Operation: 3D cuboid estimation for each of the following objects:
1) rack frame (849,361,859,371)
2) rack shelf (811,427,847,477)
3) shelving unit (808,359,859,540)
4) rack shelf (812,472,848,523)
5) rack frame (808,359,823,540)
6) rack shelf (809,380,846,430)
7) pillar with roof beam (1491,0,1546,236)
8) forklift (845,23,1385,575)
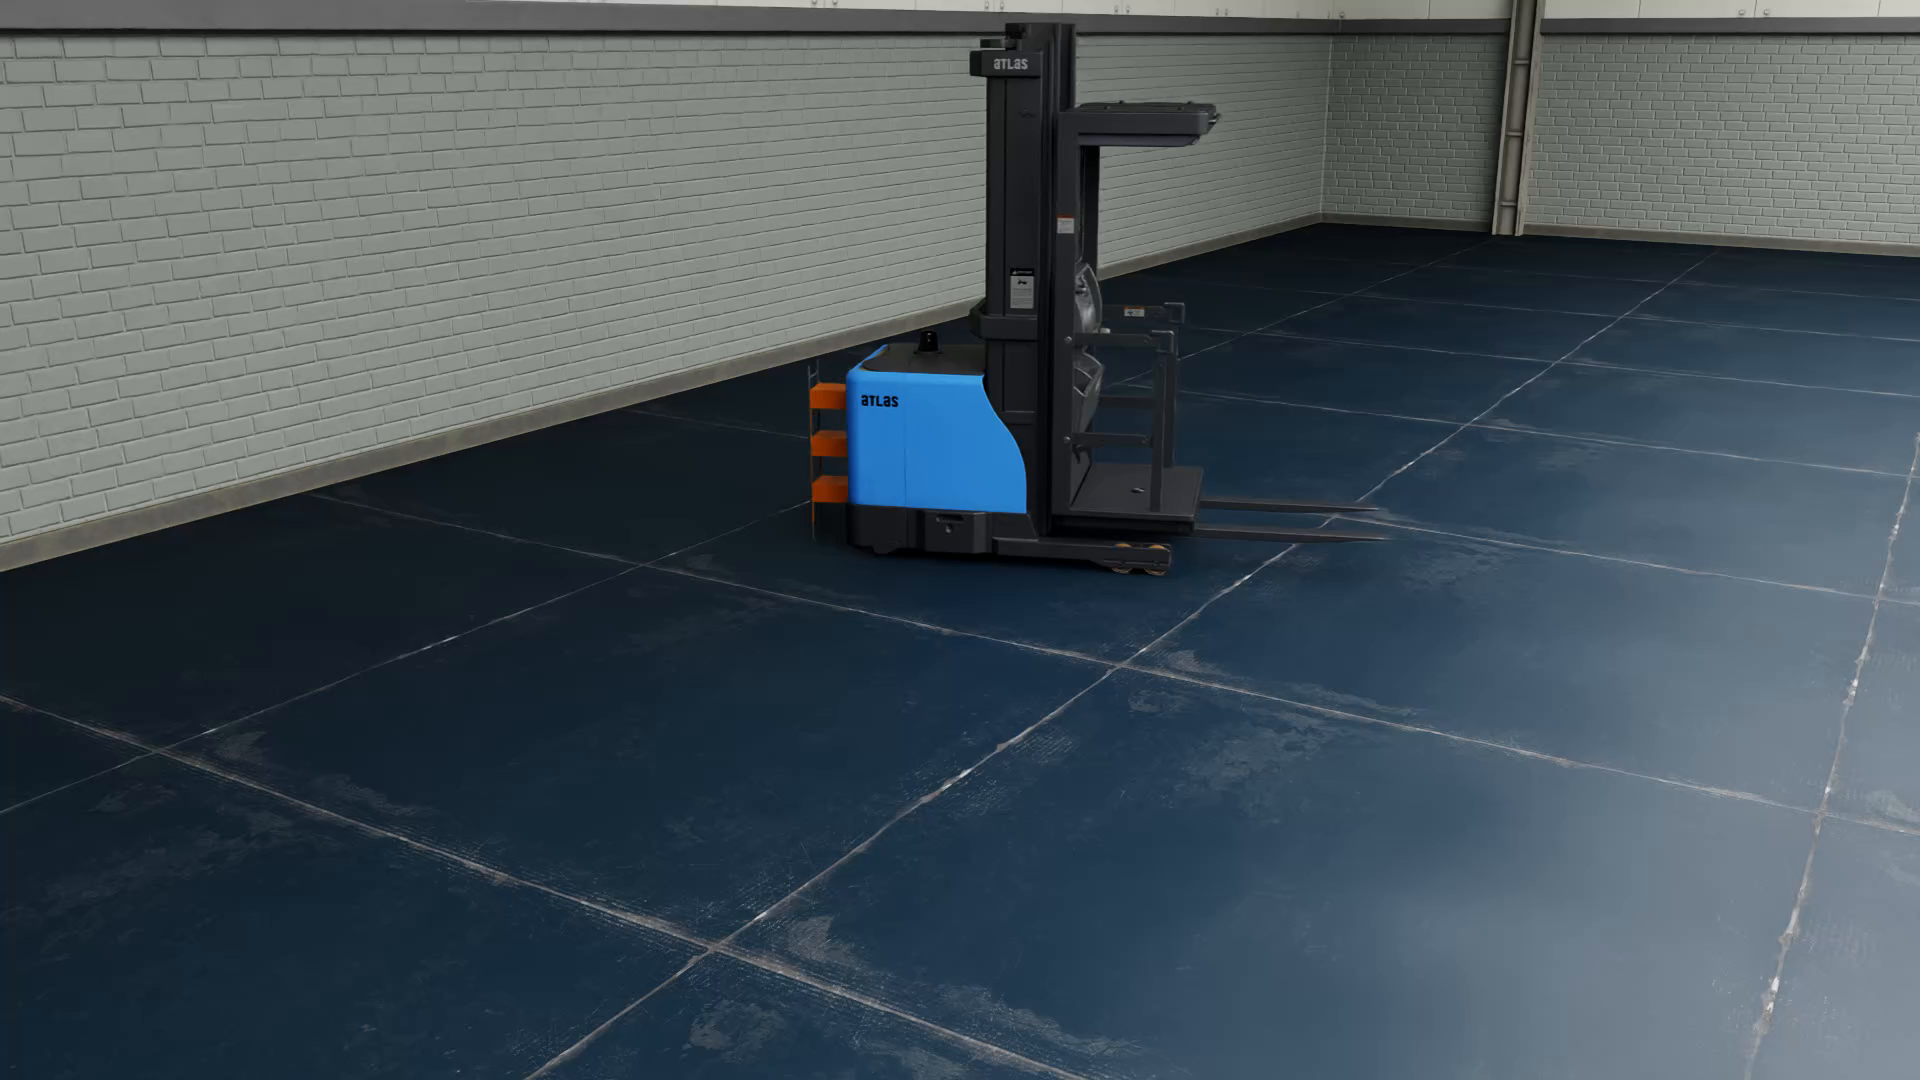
[{"bbox_3d":[-0.614,-0.517,9.778,0.008,1.050,0.200,3,17,10],"label":"rack frame"},{"bbox_3d":[-0.734,-0.514,9.803,0.240,0.259,0.215,3,17,10],"label":"rack shelf"},{"bbox_3d":[-0.734,-0.524,9.800,0.252,1.050,0.215,3,17,10],"label":"shelving unit"},{"bbox_3d":[-0.734,-0.248,9.884,0.240,0.259,0.215,3,17,10],"label":"rack shelf"},{"bbox_3d":[-0.854,-0.531,9.822,0.008,1.050,0.200,3,17,10],"label":"rack frame"},{"bbox_3d":[-0.734,-0.785,9.721,0.240,0.259,0.215,3,17,10],"label":"rack shelf"},{"bbox_3d":[5.993,-7.848,20.234,0.400,9.000,9.100,10,20,30],"label":"pillar with roof beam"},{"bbox_3d":[0.911,-1.374,9.361,3.031,2.935,1.130,3,17,10],"label":"forklift"}]
